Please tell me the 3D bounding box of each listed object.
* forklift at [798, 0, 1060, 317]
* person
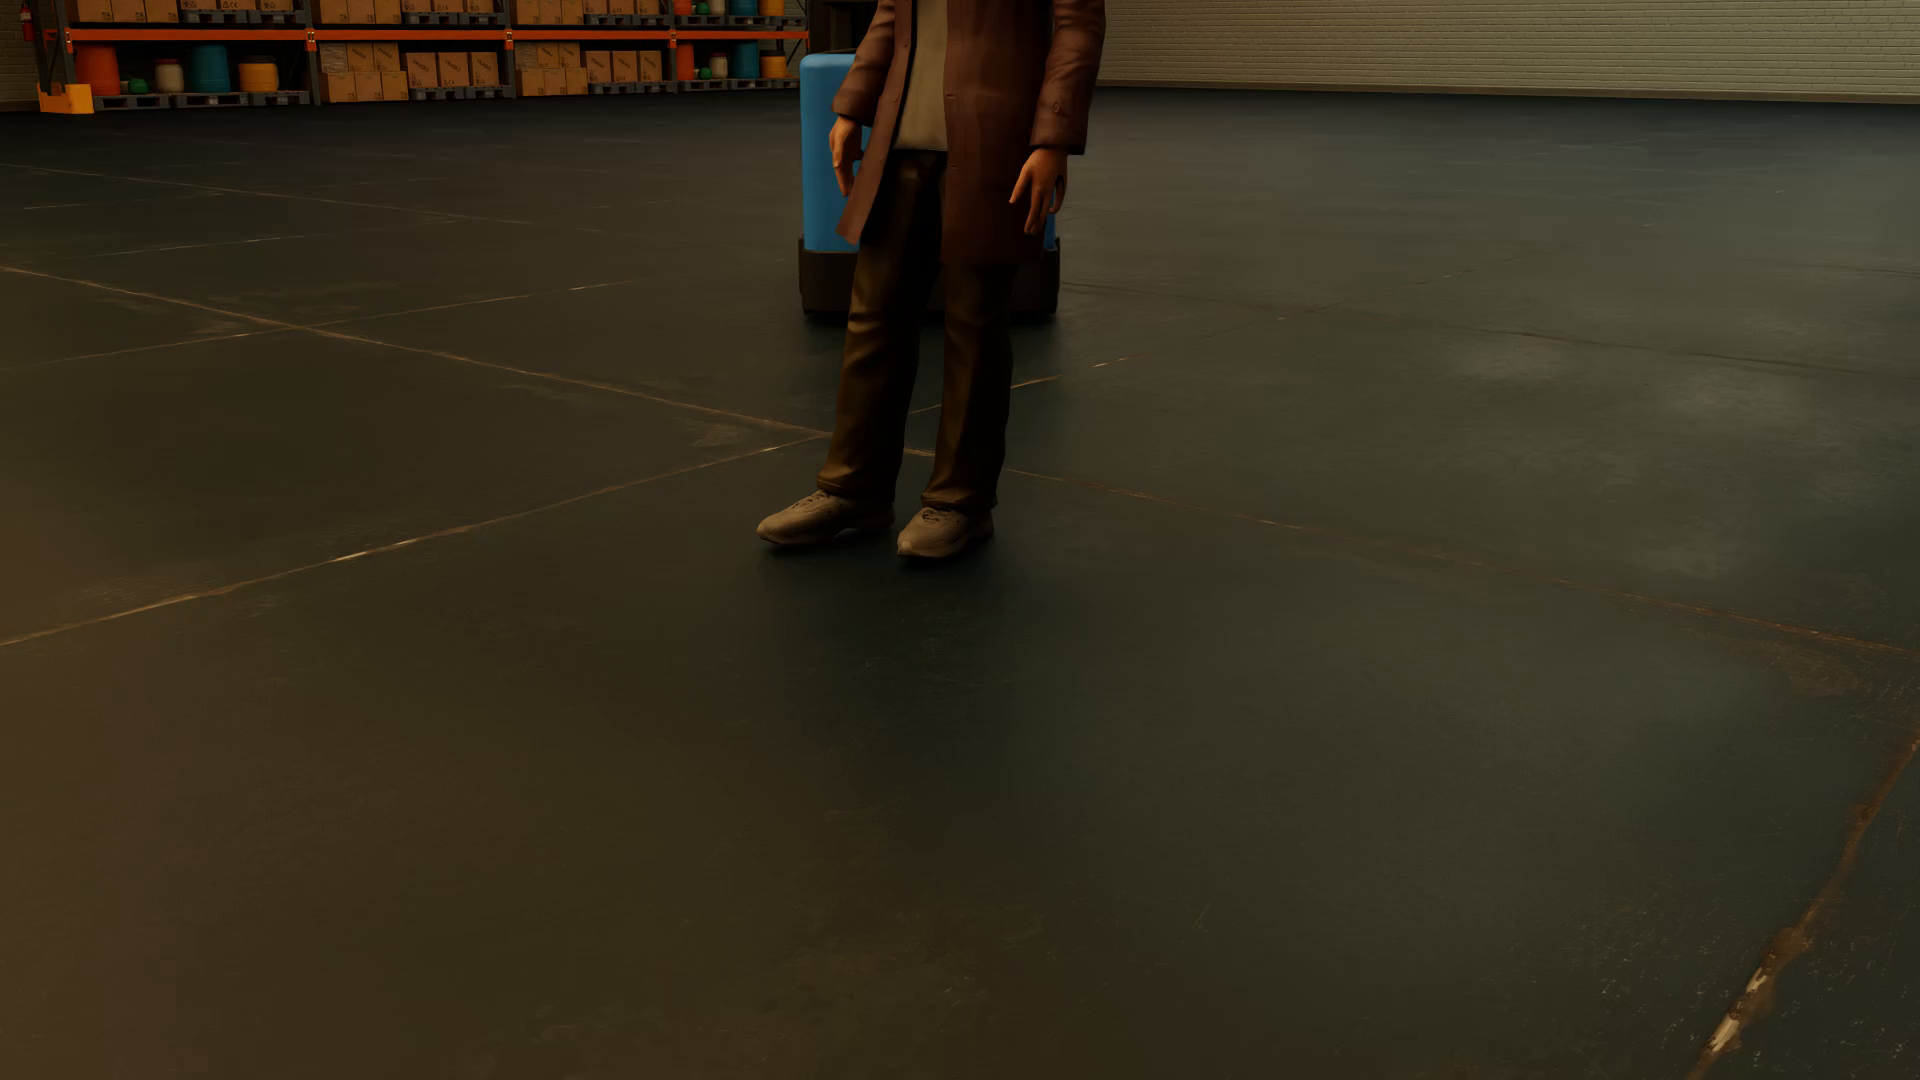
[{"bbox_3d":[-0.154,-2.704,7.802,1.130,2.935,3.031,0,17,-1],"label":"forklift"},{"bbox_3d":[-0.061,-0.838,3.616,0.698,1.778,0.579,13,21,37],"label":"person"}]
